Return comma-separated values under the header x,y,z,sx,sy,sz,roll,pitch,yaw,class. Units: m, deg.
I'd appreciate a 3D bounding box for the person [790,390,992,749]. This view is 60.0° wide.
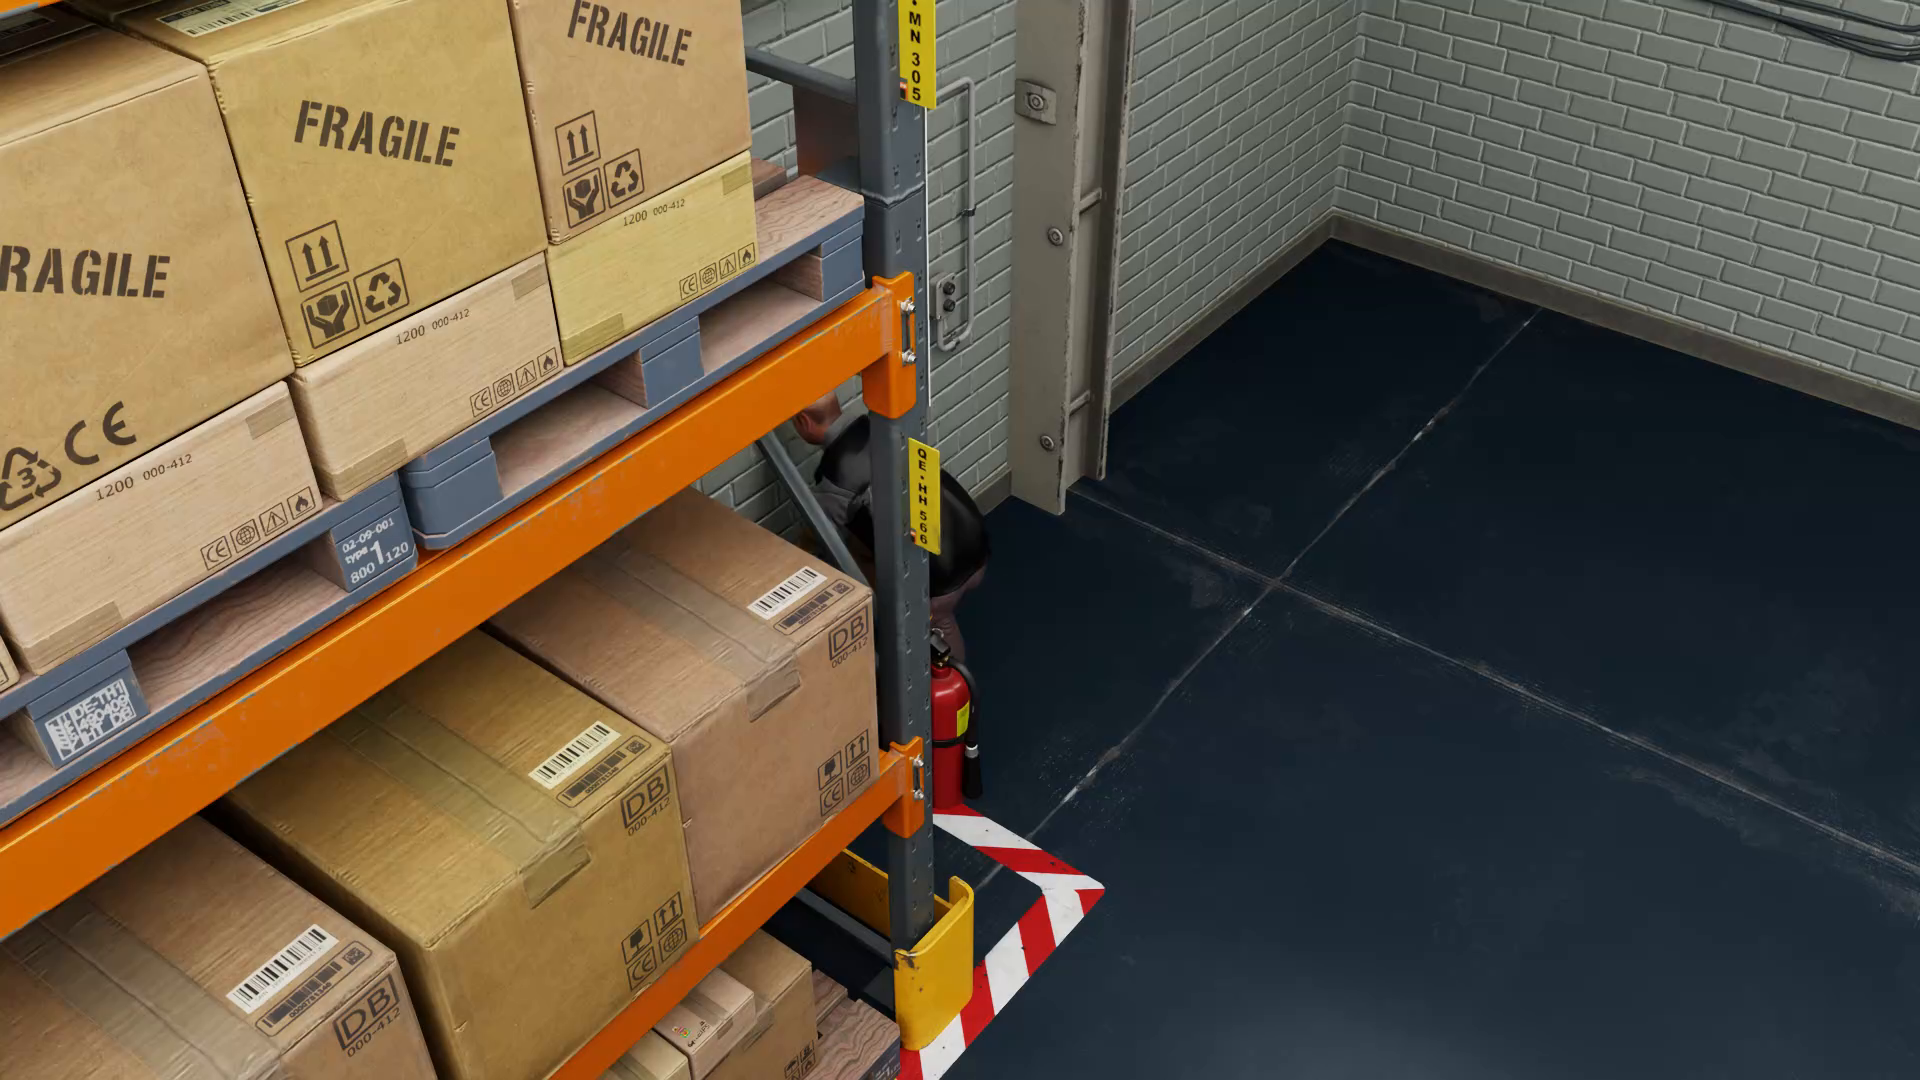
x,y,z,sx,sy,sz,roll,pitch,yaw,class
-0.282,0.116,6.230,0.798,1.474,0.469,23,44,26,person
